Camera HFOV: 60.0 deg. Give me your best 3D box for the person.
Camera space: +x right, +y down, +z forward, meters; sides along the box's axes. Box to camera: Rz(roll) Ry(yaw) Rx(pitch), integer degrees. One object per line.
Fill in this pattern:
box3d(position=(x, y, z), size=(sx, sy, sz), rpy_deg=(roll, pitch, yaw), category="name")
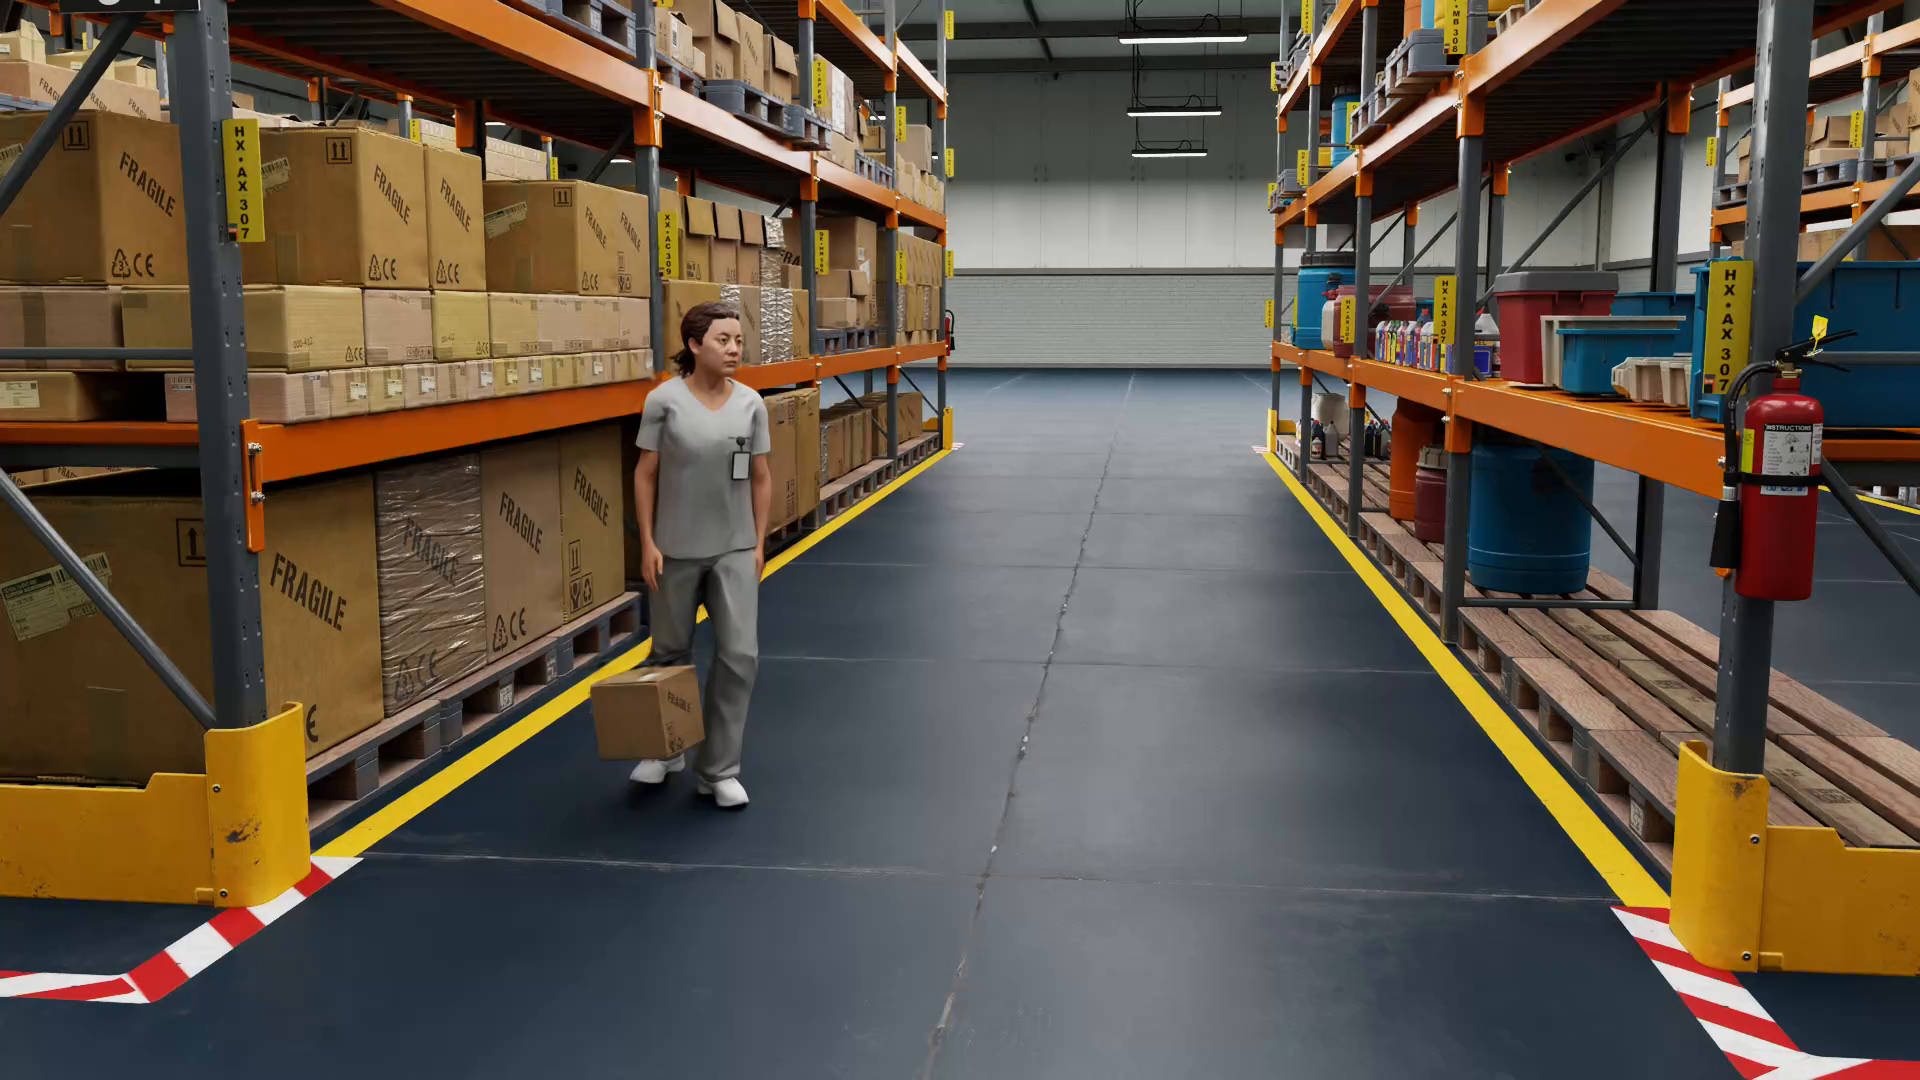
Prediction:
box3d(position=(-0.873, 0.036, 5.572), size=(0.490, 1.658, 0.554), rpy_deg=(-3, 8, -20), category="person")
